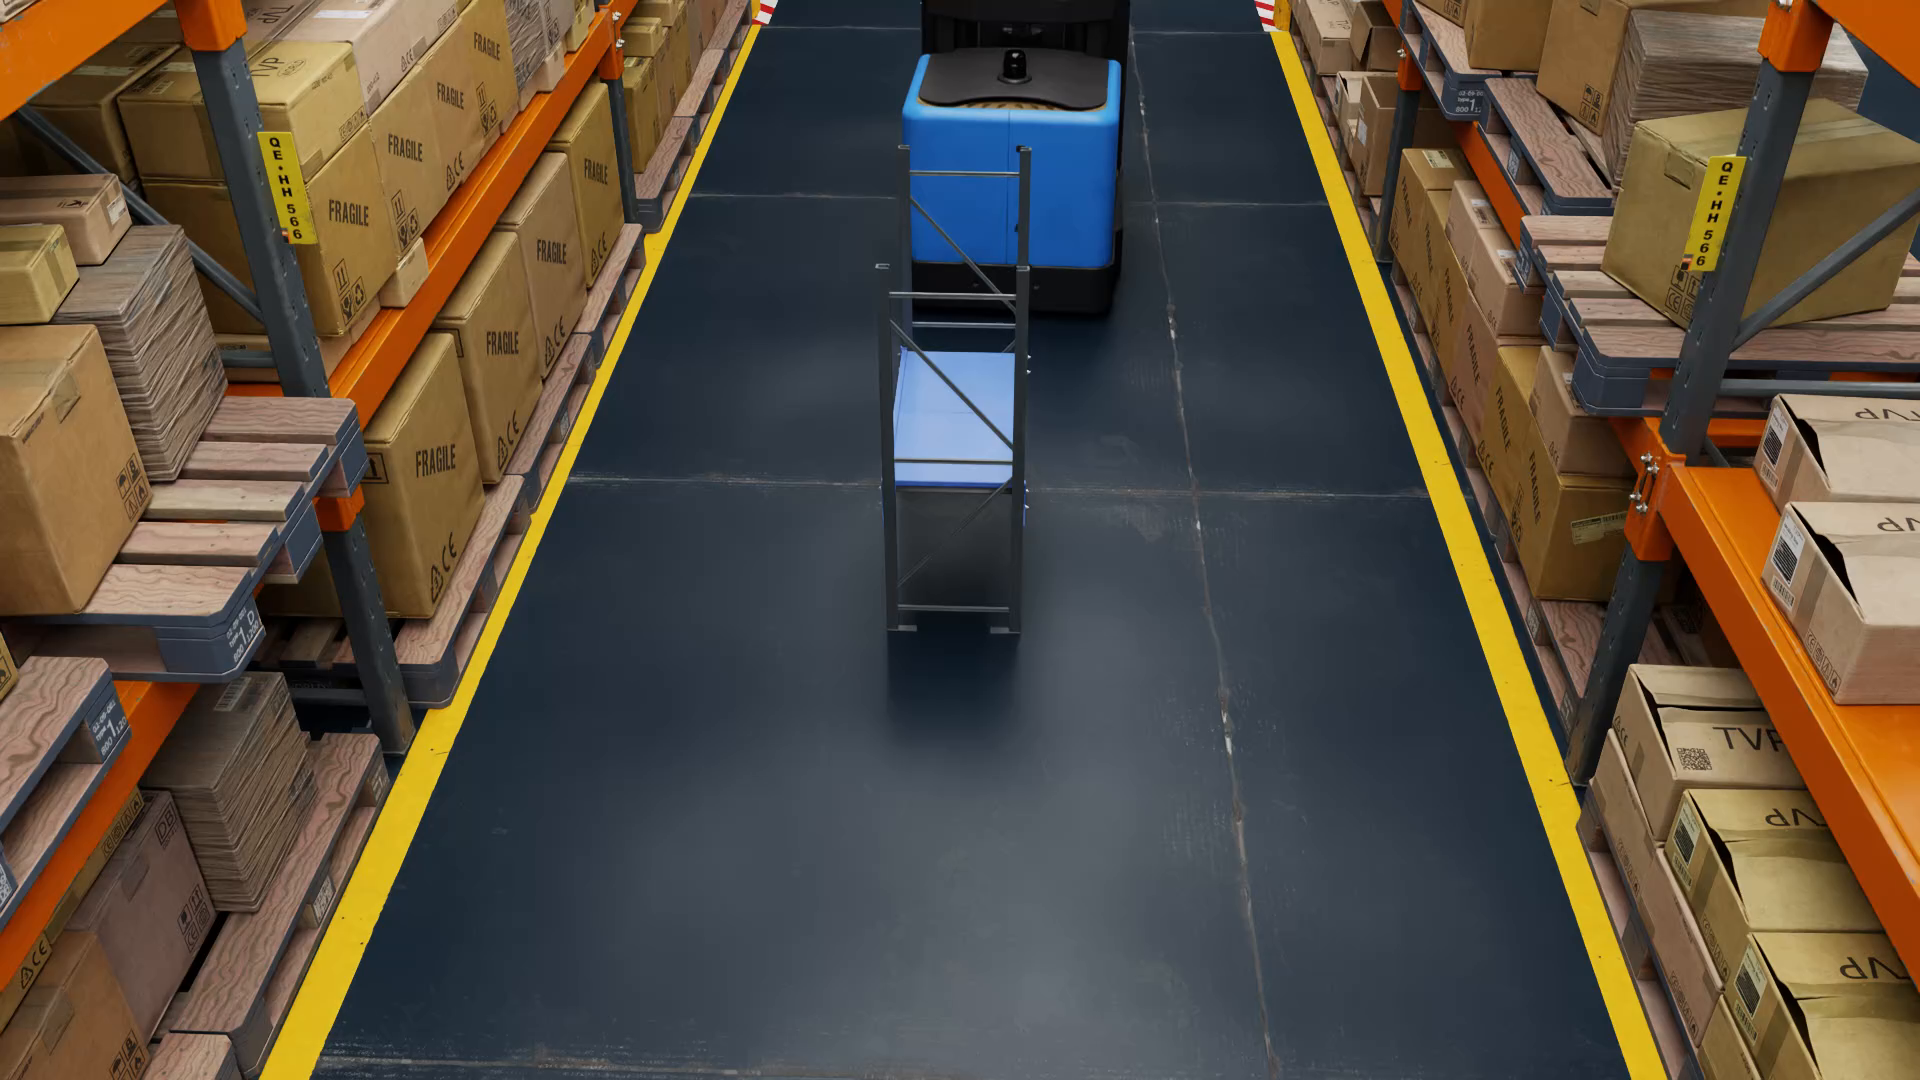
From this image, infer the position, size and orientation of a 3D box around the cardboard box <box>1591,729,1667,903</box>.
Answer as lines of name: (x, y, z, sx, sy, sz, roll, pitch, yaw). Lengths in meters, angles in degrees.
cardboard box: (2.240, 0.828, 4.989, 0.500, 0.250, 0.500, 1, 35, 2)

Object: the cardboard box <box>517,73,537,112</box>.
cardboard box: (-2.036, -1.949, 7.116, 0.380, 0.149, 0.250, 1, 35, 2)

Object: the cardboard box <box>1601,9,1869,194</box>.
cardboard box: (2.694, -1.517, 5.848, 0.700, 0.500, 0.500, 8, 36, 11)

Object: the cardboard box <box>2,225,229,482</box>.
cardboard box: (-2.405, -0.482, 4.358, 0.700, 0.500, 0.500, -3, 35, -4)

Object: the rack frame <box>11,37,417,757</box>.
rack frame: (-2.396, -0.532, 4.898, 1.000, 3.000, 0.127, 1, 35, 2)

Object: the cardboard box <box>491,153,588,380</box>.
cardboard box: (-2.164, -1.235, 7.403, 0.750, 0.750, 0.750, 2, 35, 3)

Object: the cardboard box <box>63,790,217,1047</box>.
cardboard box: (-2.510, 1.019, 4.482, 0.700, 0.500, 0.500, 1, 35, 2)

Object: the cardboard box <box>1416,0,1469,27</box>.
cardboard box: (2.472, -2.663, 7.478, 0.700, 0.500, 0.500, -10, 36, -14)

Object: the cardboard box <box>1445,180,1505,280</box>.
cardboard box: (2.412, -1.335, 7.180, 0.500, 0.250, 0.500, 1, 35, 2)

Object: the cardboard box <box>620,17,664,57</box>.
cardboard box: (-1.907, -2.864, 9.461, 0.380, 0.149, 0.250, 2, 35, 3)

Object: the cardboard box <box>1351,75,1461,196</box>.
cardboard box: (2.454, -2.209, 9.075, 0.500, 0.500, 0.500, 1, 35, 2)

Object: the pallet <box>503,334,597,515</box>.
pallet: (-2.237, -0.541, 7.336, 1.003, 0.211, 1.213, 1, 35, 2)

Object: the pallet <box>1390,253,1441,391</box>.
pallet: (2.720, -1.108, 8.143, 1.003, 0.211, 1.213, 1, 35, 2)

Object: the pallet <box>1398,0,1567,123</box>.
pallet: (2.574, -2.182, 7.413, 1.003, 0.211, 1.213, 1, 35, 2)

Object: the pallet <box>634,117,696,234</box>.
pallet: (-2.126, -2.124, 9.588, 1.003, 0.211, 1.213, 1, 35, 2)

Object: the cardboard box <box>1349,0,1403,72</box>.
cardboard box: (2.785, -2.956, 10.135, 0.797, 0.503, 0.637, 1, 35, 2)

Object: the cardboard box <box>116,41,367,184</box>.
cardboard box: (-2.119, -1.281, 4.948, 0.500, 0.250, 0.500, 2, 35, 3)

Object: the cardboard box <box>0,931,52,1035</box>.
cardboard box: (-2.474, 1.041, 3.799, 0.500, 0.250, 0.500, 1, 35, 2)

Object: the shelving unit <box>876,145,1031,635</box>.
shelving unit: (-0.003, -0.565, 6.249, 0.538, 1.500, 1.048, 1, 35, 2)

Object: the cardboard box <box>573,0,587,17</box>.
cardboard box: (-2.002, -2.729, 7.662, 0.500, 0.500, 0.500, 1, 35, 1)

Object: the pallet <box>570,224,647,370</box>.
pallet: (-2.191, -1.244, 8.336, 1.003, 0.211, 1.213, 1, 35, 2)

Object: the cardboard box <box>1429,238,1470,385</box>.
cardboard box: (2.414, -1.009, 7.368, 0.500, 0.500, 0.500, 2, 35, 2)

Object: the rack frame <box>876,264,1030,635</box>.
rack frame: (-0.024, -0.273, 5.833, 0.500, 1.500, 0.032, 1, 35, 2)

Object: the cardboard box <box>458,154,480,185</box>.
cardboard box: (-2.100, -1.502, 6.480, 0.380, 0.149, 0.250, 2, 35, 2)

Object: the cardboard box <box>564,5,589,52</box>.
cardboard box: (-1.952, -2.389, 7.741, 0.380, 0.149, 0.250, 2, 35, 3)

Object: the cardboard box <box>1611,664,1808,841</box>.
cardboard box: (2.240, 0.599, 4.828, 0.500, 0.311, 0.500, 2, 35, 3)

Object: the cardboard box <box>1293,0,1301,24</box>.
cardboard box: (2.505, -3.660, 11.431, 0.380, 0.166, 0.250, 1, 35, 2)

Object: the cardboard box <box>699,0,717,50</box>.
cardboard box: (-2.023, -3.585, 11.051, 0.700, 0.500, 0.500, 1, 35, 2)

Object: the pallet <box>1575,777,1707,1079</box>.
pallet: (2.482, 1.194, 4.868, 1.003, 0.211, 1.213, 1, 35, 2)

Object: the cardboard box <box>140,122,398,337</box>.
cardboard box: (-2.121, -0.975, 5.166, 0.500, 0.500, 0.500, 2, 35, 3)

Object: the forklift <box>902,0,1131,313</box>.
forklift: (0.364, -3.151, 8.685, 1.130, 2.935, 3.031, 3, 35, 4)

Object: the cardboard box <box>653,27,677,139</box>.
cardboard box: (-2.079, -2.695, 9.784, 0.700, 0.500, 0.500, 1, 35, 1)

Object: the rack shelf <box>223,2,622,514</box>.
rack shelf: (-2.315, -1.386, 6.739, 1.077, 0.370, 4.000, 1, 35, 2)

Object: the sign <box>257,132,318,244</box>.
sign: (-1.853, -0.966, 4.577, 0.100, 0.325, 0.005, 1, 35, 2)

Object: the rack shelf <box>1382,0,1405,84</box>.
rack shelf: (2.795, -3.572, 9.850, 1.077, 0.370, 4.000, 1, 35, 2)

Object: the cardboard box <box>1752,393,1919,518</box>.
cardboard box: (2.496, -0.175, 4.468, 0.500, 0.311, 0.500, 3, 35, 5)

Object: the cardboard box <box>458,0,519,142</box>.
cardboard box: (-2.056, -1.861, 6.426, 0.500, 0.500, 0.500, 2, 35, 3)

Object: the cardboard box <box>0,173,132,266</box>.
cardboard box: (-2.380, -0.819, 4.273, 0.380, 0.149, 0.250, -3, 35, -4)

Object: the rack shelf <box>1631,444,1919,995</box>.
rack shelf: (2.474, 1.024, 3.310, 1.077, 0.370, 4.000, 1, 35, 2)

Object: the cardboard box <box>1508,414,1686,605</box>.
cardboard box: (2.357, -0.119, 6.102, 0.500, 0.500, 0.500, 3, 35, 4)

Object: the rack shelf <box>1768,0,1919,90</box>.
rack shelf: (2.474, -0.203, 2.447, 1.077, 0.370, 4.000, 1, 35, 2)

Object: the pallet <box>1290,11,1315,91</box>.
pallet: (2.841, -3.373, 11.366, 1.003, 0.211, 1.213, 1, 35, 2)

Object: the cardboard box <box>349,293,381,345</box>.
cardboard box: (-2.132, -0.765, 5.431, 0.380, 0.149, 0.250, 2, 35, 3)
